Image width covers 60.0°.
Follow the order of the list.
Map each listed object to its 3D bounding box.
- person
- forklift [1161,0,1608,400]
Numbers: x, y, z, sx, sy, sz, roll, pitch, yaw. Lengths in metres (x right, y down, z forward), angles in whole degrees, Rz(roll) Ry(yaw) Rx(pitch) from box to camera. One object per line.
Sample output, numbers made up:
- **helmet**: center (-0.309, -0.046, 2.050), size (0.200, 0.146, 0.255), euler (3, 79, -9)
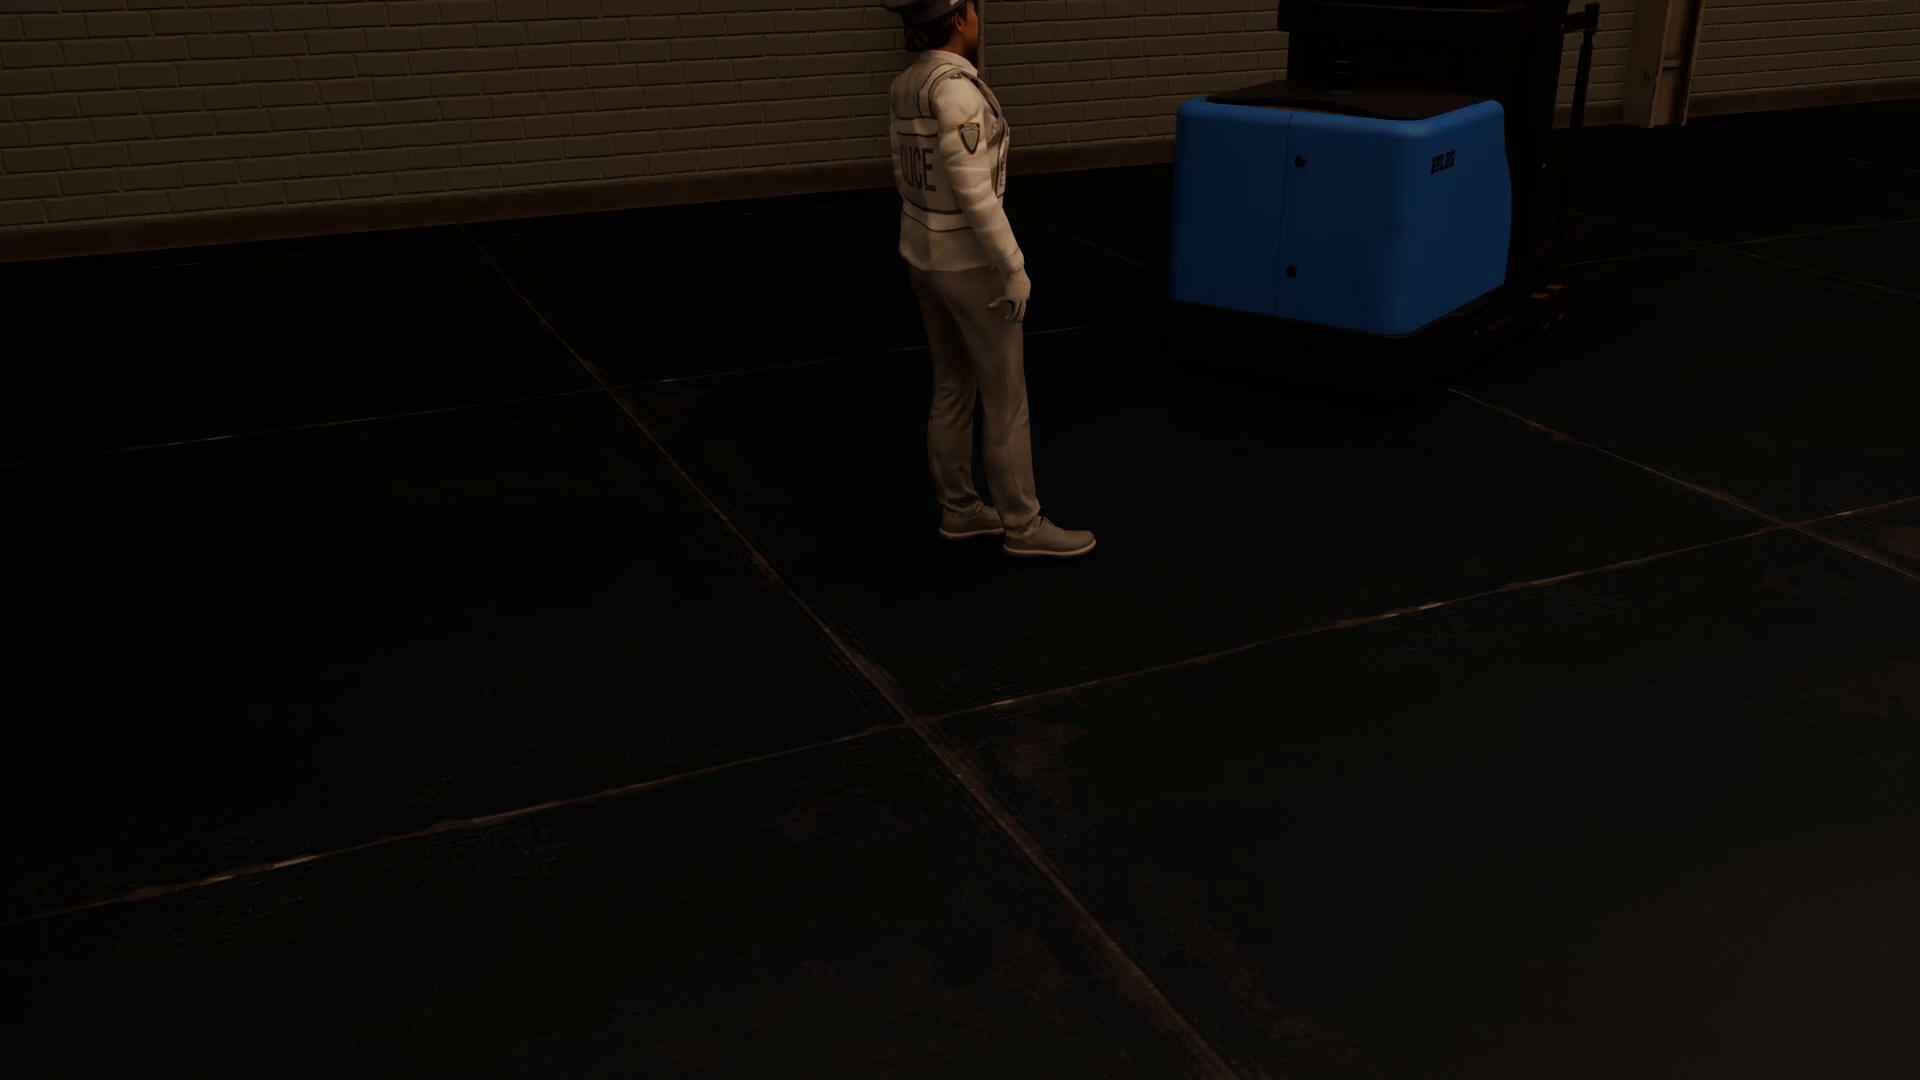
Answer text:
- **person**: center (0.064, -0.798, 4.800), size (0.534, 1.696, 0.587), euler (-10, 25, -23)
- **forklift**: center (2.101, -2.378, 7.011), size (1.130, 2.935, 3.031), euler (16, 27, 34)
